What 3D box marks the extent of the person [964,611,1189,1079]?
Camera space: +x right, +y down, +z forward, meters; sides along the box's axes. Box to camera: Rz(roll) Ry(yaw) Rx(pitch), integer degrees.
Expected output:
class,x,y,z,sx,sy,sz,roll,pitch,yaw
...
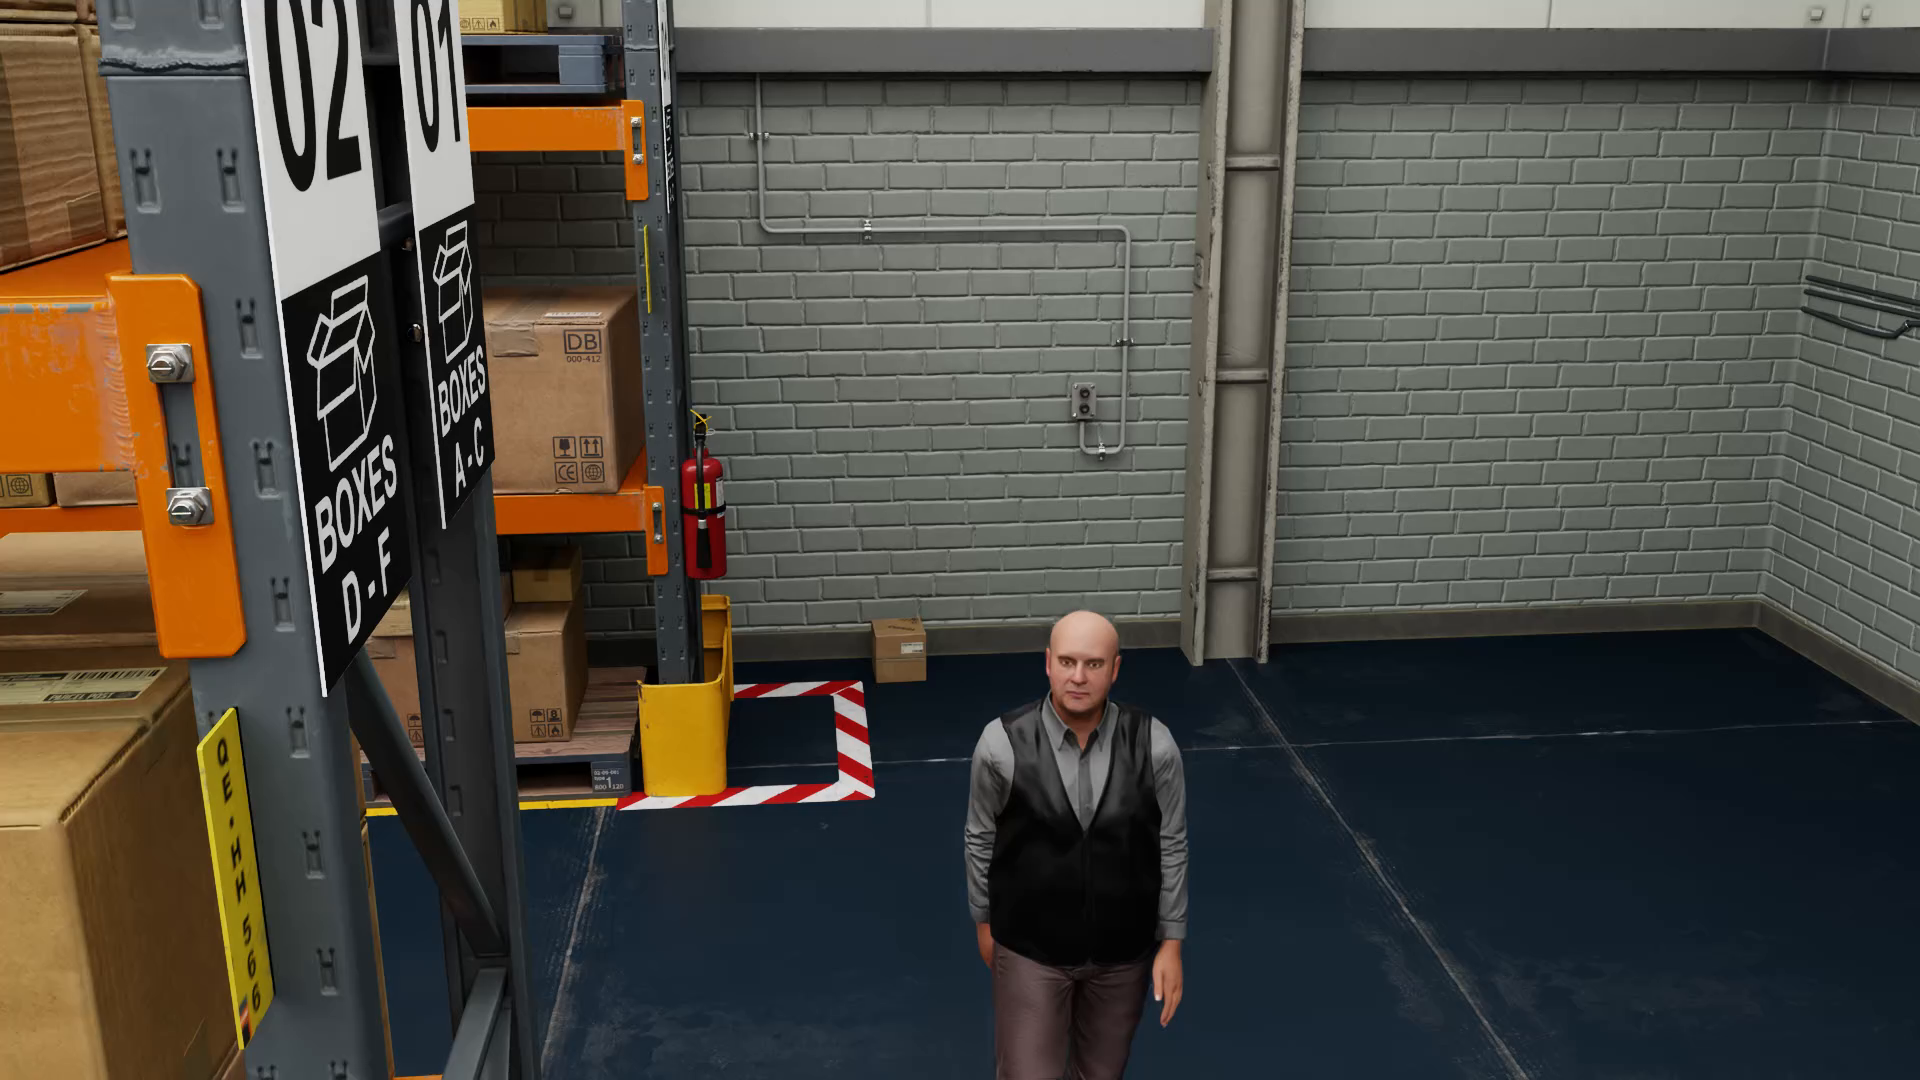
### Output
class,x,y,z,sx,sy,sz,roll,pitch,yaw
person,0.293,1.040,4.112,0.537,1.769,0.513,-2,17,-7
